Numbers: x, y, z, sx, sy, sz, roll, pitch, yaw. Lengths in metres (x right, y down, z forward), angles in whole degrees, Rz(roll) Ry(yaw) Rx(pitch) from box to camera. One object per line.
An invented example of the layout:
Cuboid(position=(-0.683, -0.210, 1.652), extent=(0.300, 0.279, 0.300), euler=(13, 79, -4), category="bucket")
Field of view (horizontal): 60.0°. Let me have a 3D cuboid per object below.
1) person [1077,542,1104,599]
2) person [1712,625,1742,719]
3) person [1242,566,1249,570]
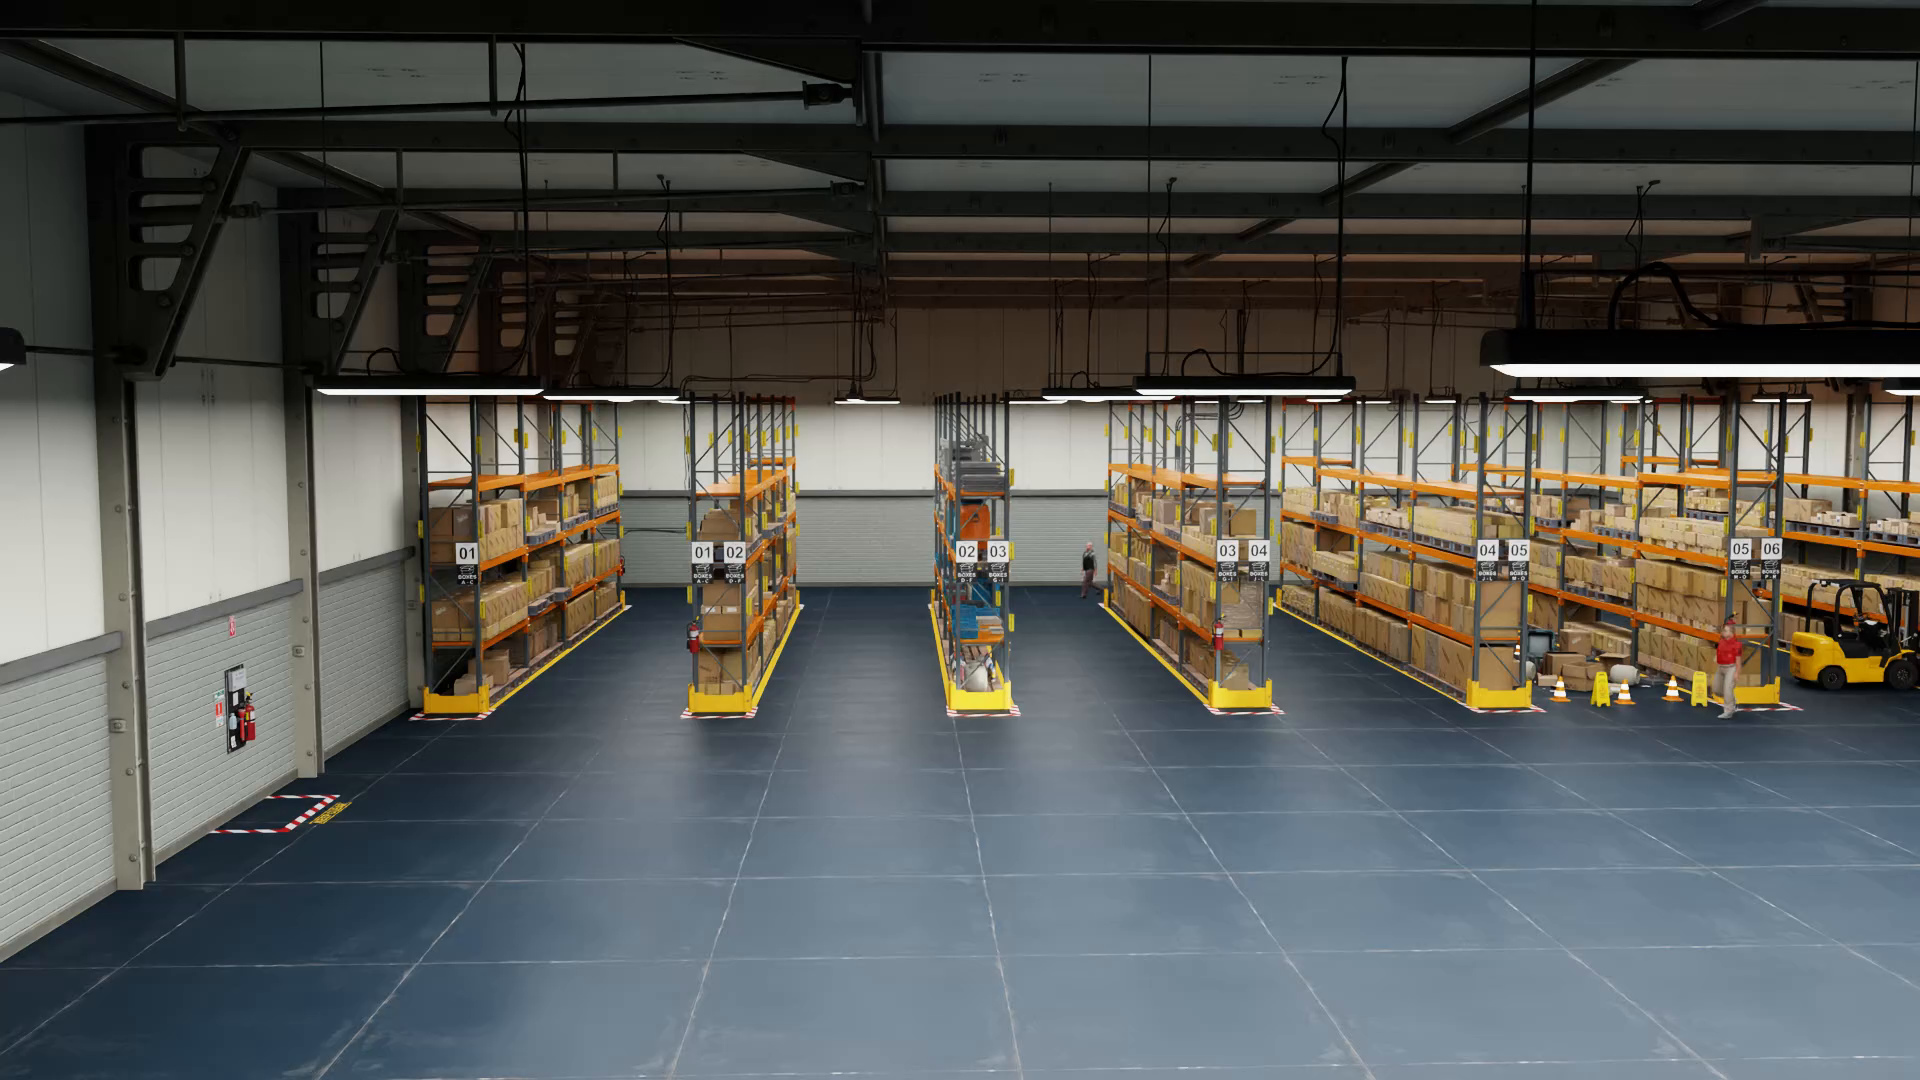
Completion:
Cuboid(position=(3.899, 0.899, 49.632), extent=(0.930, 1.693, 0.523), euler=(-1, 5, -16), category="person")
Cuboid(position=(14.151, 2.406, 30.530), extent=(0.617, 1.710, 0.523), euler=(-2, 5, -24), category="person")
Cuboid(position=(8.142, 0.999, 47.912), extent=(0.625, 1.719, 1.133), euler=(2, 5, 22), category="person")
